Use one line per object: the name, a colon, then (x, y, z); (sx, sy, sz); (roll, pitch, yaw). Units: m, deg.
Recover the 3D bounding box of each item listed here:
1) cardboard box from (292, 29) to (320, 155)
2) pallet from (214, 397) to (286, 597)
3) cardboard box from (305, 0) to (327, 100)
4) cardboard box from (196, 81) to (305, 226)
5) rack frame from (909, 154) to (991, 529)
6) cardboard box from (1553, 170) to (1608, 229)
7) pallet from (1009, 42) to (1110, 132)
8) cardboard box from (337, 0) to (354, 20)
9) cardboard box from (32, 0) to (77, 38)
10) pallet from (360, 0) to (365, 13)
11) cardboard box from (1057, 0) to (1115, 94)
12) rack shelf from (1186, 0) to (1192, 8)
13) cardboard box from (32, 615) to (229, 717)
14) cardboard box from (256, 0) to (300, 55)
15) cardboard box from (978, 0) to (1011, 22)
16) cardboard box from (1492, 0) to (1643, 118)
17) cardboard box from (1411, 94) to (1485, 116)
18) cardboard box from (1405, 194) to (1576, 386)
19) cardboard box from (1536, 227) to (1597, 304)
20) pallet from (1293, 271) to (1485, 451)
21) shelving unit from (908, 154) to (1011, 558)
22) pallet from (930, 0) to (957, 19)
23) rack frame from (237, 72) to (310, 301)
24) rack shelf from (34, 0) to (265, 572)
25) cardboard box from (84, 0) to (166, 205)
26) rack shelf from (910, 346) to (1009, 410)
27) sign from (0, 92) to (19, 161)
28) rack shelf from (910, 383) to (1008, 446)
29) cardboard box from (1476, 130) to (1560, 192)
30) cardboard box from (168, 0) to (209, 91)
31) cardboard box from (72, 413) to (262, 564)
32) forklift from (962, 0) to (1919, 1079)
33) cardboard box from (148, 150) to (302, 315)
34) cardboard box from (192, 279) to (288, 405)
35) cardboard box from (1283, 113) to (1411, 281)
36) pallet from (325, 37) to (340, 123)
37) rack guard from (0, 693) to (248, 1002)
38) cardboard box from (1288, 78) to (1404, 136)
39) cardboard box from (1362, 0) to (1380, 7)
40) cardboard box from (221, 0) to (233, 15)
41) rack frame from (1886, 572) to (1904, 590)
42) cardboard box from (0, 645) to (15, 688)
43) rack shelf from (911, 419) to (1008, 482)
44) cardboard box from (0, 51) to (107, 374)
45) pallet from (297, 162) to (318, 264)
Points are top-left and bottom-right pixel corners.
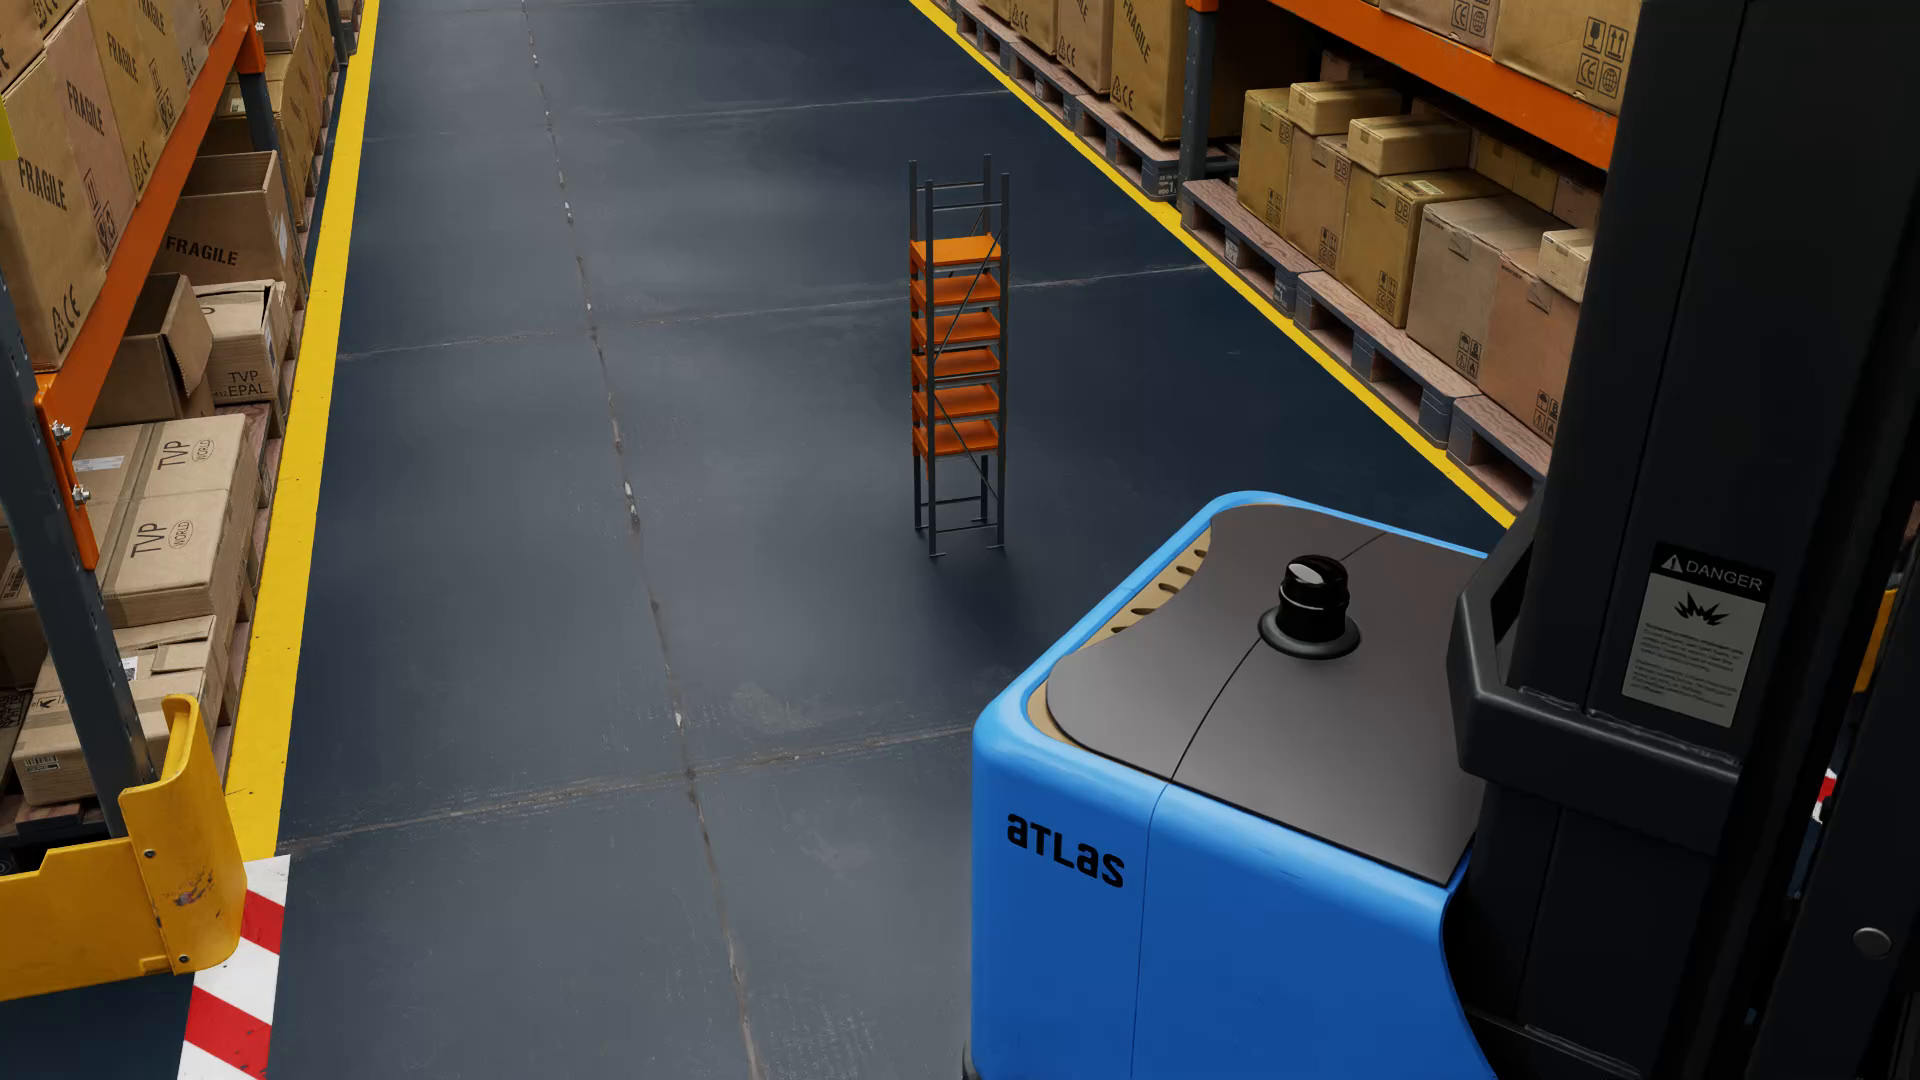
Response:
cardboard box: (-3.410, -2.142, 8.013); (0.500, 0.500, 0.500); (-7, 31, -13)
pallet: (-2.730, -0.140, 5.282); (1.003, 0.211, 1.213); (-8, 31, -13)
cardboard box: (-3.689, -2.639, 8.872); (0.500, 0.500, 0.500); (-9, 31, -15)
cardboard box: (-3.133, -1.644, 7.152); (0.500, 0.500, 0.500); (-9, 31, -16)
rack frame: (-0.028, -0.570, 5.038); (0.240, 1.200, 0.006); (-8, 31, -13)
cardboard box: (2.272, -1.158, 5.684); (0.380, 0.149, 0.250); (-7, 31, -13)
pallet: (0.931, -2.676, 9.662); (1.003, 0.211, 1.213); (-8, 31, -13)
cardboard box: (-4.157, -3.485, 10.602); (0.500, 0.250, 0.500); (-8, 31, -13)
cardboard box: (-2.187, -1.314, 3.428); (0.500, 0.500, 0.500); (-8, 31, -13)
pallet: (-4.802, -3.985, 11.924); (1.003, 0.211, 1.213); (-8, 31, -13)
cardboard box: (0.999, -2.907, 9.004); (0.750, 0.750, 0.750); (-7, 31, -12)
rack shelf: (1.005, -3.584, 9.166); (1.077, 0.370, 4.000); (-8, 31, -13)
cardboard box: (-2.024, 0.330, 4.075); (0.380, 0.166, 0.250); (-8, 31, -13)
cardboard box: (-3.398, -2.451, 7.798); (0.500, 0.250, 0.500); (-8, 31, -13)
cardboard box: (0.543, -3.740, 10.445); (0.750, 0.750, 0.750); (-8, 31, -14)
cardboard box: (2.249, -1.722, 4.932); (0.980, 0.700, 0.700); (-8, 31, -14)
cardboard box: (2.001, -1.651, 6.536); (0.380, 0.149, 0.250); (-9, 31, -15)
cardboard box: (2.048, -0.907, 5.899); (0.700, 0.500, 0.500); (-9, 31, -15)
cardboard box: (2.037, -0.864, 5.178); (0.380, 0.149, 0.250); (-7, 31, -12)
pallet: (1.990, -0.755, 6.343); (1.003, 0.211, 1.213); (-8, 31, -13)
shelving unit: (-0.004, -0.526, 4.962); (0.258, 1.200, 0.189); (-8, 31, -13)
pallet: (0.268, -4.032, 12.006); (1.003, 0.211, 1.213); (-8, 31, -13)
rack frame: (-3.239, -2.269, 6.176); (1.000, 3.000, 0.127); (-8, 31, -13)
rack shelf: (-2.708, -0.992, 4.688); (1.077, 0.370, 4.000); (-8, 31, -13)
cardboard box: (-2.313, -1.121, 4.093); (0.500, 0.500, 0.500); (-8, 31, -13)
rack shelf: (-0.004, -0.488, 4.984); (0.258, 0.103, 0.180); (-8, 31, -13)
sign: (-1.654, -0.784, 2.746); (0.100, 0.325, 0.005); (-8, 31, -13)
rack shelf: (-0.004, -0.384, 5.044); (0.258, 0.103, 0.180); (-8, 31, -13)
cardboard box: (2.136, -1.404, 6.110); (0.380, 0.149, 0.250); (-8, 31, -14)
cardboard box: (-2.582, -1.609, 4.935); (0.500, 0.500, 0.500); (-7, 31, -12)
cardboard box: (-2.314, -0.121, 4.770); (0.500, 0.250, 0.500); (-8, 31, -13)
forklift: (1.517, 0.148, 2.068); (3.031, 2.935, 1.130); (18, 35, 28)
cardboard box: (-2.814, -1.140, 6.282); (0.500, 0.500, 0.500); (-8, 31, -13)
cardboard box: (-2.615, -0.696, 5.703); (0.500, 0.311, 0.500); (-8, 31, -13)
cardboard box: (1.766, -1.412, 6.771); (0.700, 0.500, 0.500); (-8, 31, -14)
pallet: (-4.139, -2.629, 9.581); (1.003, 0.211, 1.213); (-8, 31, -13)
rack guard: (-2.198, 0.708, 3.528); (1.175, 0.500, 0.348); (-8, 31, -13)
cardboard box: (1.551, -1.746, 6.700); (0.380, 0.149, 0.250); (-7, 31, -12)
cardboard box: (1.853, -2.442, 6.175); (0.980, 0.700, 0.700); (-9, 31, -15)
cardboard box: (-2.859, -2.105, 5.793); (0.500, 0.500, 0.500); (-7, 31, -12)
rack frame: (2.598, -0.998, 3.980); (1.000, 3.000, 0.127); (-8, 31, -13)
cardboard box: (-2.580, 0.261, 4.194); (0.380, 0.166, 0.250); (-8, 31, -13)
rack shelf: (-0.004, -0.280, 5.104); (0.258, 0.103, 0.180); (-8, 31, -13)
cardboard box: (-2.041, -0.630, 3.244); (0.500, 0.500, 0.500); (-7, 31, -12)
pallet: (-3.491, -1.450, 7.545); (1.003, 0.211, 1.213); (-8, 31, -13)
